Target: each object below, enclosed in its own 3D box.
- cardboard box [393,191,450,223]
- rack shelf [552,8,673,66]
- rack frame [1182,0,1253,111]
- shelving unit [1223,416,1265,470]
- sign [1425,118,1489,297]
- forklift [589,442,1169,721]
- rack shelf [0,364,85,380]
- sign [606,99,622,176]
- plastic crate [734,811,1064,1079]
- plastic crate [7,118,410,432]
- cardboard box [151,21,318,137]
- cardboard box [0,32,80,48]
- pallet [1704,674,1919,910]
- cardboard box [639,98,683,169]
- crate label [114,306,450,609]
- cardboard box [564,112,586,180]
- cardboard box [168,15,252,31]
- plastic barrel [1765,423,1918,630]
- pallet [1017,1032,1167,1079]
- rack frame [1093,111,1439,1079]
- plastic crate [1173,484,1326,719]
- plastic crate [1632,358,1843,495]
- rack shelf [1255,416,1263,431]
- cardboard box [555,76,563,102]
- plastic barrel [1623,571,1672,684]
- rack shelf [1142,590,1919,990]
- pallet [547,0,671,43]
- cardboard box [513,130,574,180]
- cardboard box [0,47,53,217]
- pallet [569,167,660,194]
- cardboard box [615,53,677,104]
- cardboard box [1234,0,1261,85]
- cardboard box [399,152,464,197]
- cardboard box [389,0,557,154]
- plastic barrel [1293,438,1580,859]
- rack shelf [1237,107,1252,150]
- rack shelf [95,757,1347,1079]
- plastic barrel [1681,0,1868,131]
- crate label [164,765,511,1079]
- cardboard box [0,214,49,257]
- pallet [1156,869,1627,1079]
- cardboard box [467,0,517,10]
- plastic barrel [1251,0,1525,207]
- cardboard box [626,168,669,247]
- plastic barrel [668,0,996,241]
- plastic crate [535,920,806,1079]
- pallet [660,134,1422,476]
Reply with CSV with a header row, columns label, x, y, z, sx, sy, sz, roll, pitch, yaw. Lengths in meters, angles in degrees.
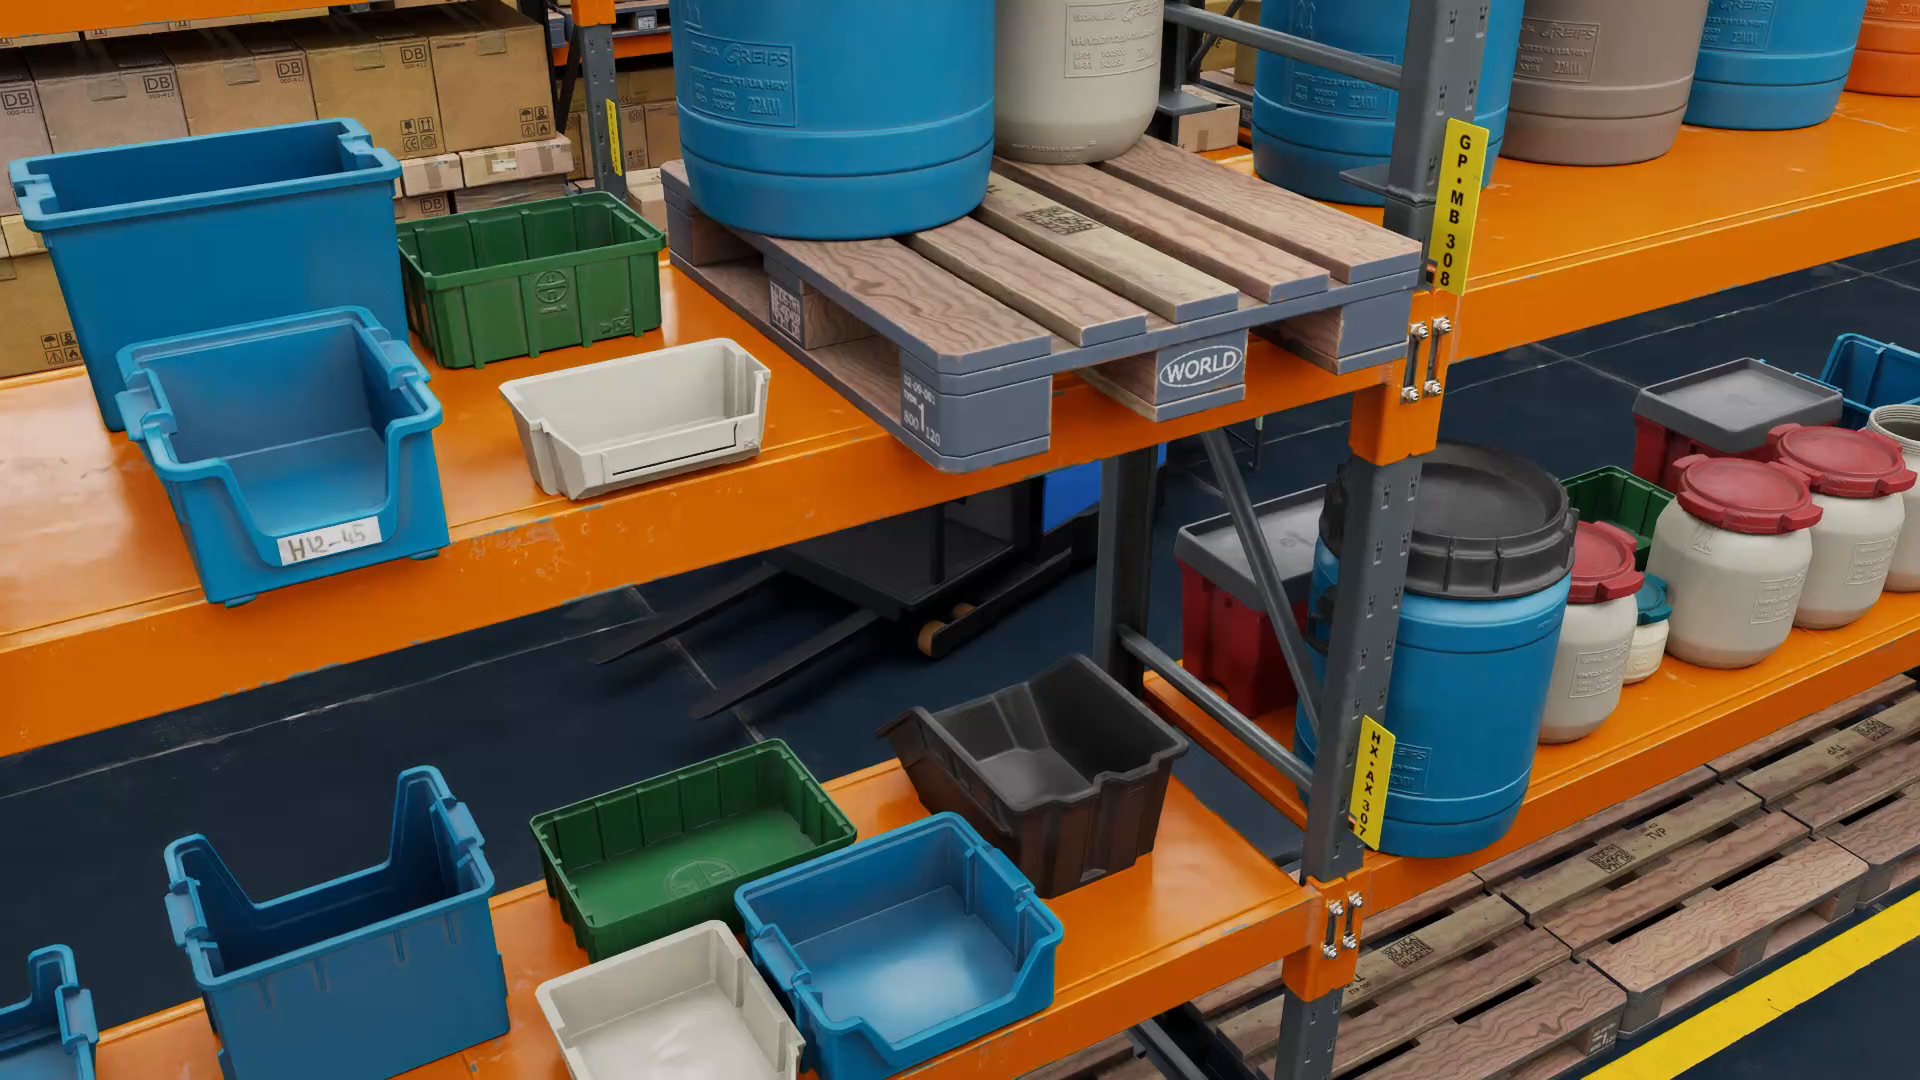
label,x,y,z,sx,sy,sz,roll,pitch,yaw
cardboard box,-2.658,-1.413,7.603,0.500,0.500,0.700,-16,33,-27
rack shelf,-2.616,-3.850,12.866,4.000,0.370,1.077,-16,33,-26
rack frame,1.622,-2.592,9.842,0.127,3.000,1.000,-16,33,-26
shelving unit,1.185,-1.044,8.589,0.755,1.500,0.431,-13,31,-22
sign,0.948,-0.633,3.180,0.005,0.325,0.100,-16,33,-26
forklift,-0.298,-1.039,7.100,1.130,2.935,3.031,23,36,35
rack shelf,-3.551,-0.808,7.354,4.000,0.370,1.077,-16,33,-26
sign,-1.545,-1.795,7.421,0.005,0.325,0.100,-16,33,-26
plastic crate,-0.137,0.901,3.667,0.616,0.251,0.499,-16,33,-26
plastic crate,-1.278,-0.467,2.905,0.575,0.384,0.392,-16,33,-26
cardboard box,-3.074,-1.867,7.082,0.500,0.500,0.700,-16,33,-26
cardboard box,-5.906,-3.331,10.540,0.500,0.500,0.500,-15,32,-25
pallet,3.440,0.867,6.460,1.213,0.211,1.003,-16,33,-26
cardboard box,-2.403,-3.344,13.336,0.500,0.500,0.700,-16,33,-27
crate label,-0.988,-0.138,2.445,0.408,0.251,0.502,-16,33,-26
cardboard box,-3.294,-3.108,12.909,0.500,0.500,0.700,-17,33,-27
cardboard box,-5.018,-3.578,10.986,0.500,0.500,0.500,-16,33,-27
plastic barrel,2.621,-0.036,5.070,0.433,0.535,0.433,0,29,0
pallet,0.079,1.820,4.734,1.213,0.211,1.003,-16,33,-26
rack frame,0.679,0.452,4.327,0.127,3.000,1.000,-16,33,-26
plastic crate,0.942,0.178,4.757,0.583,0.464,0.402,-16,33,-26
plastic crate,2.580,-0.287,5.600,0.583,0.464,0.402,-16,33,-26
rack shelf,1.185,-0.758,8.746,0.720,0.370,0.431,-13,31,-22
cardboard box,-3.336,-3.398,12.659,0.500,0.250,0.500,-17,33,-27
plastic barrel,1.898,0.252,4.831,0.301,0.262,0.301,0,29,0
rack shelf,2.404,0.277,5.388,4.000,0.370,1.077,-16,33,-26
pallet,-2.577,-4.069,12.717,1.213,0.211,1.003,-16,33,-26
cardboard box,-1.953,-1.784,7.604,0.250,0.149,0.380,-16,33,-26
cardboard box,-3.936,-1.622,6.638,0.500,0.500,0.700,-16,33,-26
pallet,-2.616,-2.946,13.370,1.213,0.211,1.003,-16,33,-26
cardboard box,-2.450,-3.642,13.100,0.500,0.250,0.500,-16,33,-27
cardboard box,2.107,-3.020,10.080,0.700,0.500,0.500,22,36,34
cardboard box,-2.392,-1.660,7.378,0.250,0.149,0.380,-17,33,-28
cardboard box,-2.206,-2.113,7.528,0.500,0.500,0.700,-16,33,-26
plastic barrel,1.166,0.264,4.148,0.708,0.901,0.600,-16,33,-26
rack shelf,3.346,-2.766,10.903,4.000,0.370,1.077,-16,33,-26
rack shelf,-1.045,1.256,3.613,4.000,0.370,1.077,-16,33,-26
plastic barrel,2.135,-1.616,4.450,0.708,0.901,0.600,-16,33,-26
crate label,-1.320,0.852,3.565,0.616,0.435,0.502,-16,33,-26
cardboard box,-3.719,-1.284,6.697,0.250,0.149,0.380,-16,33,-27
pallet,1.337,1.464,5.378,1.213,0.211,1.003,-16,33,-26
cardboard box,-3.398,-4.156,12.117,0.500,0.500,0.700,-12,31,-21
plastic barrel,1.008,-1.296,3.870,0.708,0.901,0.600,-16,33,-26
cardboard box,-1.425,-1.686,8.355,0.500,0.250,0.500,-14,32,-23
plastic barrel,-0.233,-1.066,3.019,0.708,0.901,0.600,-16,33,-26
plastic crate,-0.592,1.070,3.479,0.437,0.136,0.530,-16,33,-26
pallet,0.107,-0.561,3.254,1.003,0.211,1.213,-16,33,-26
